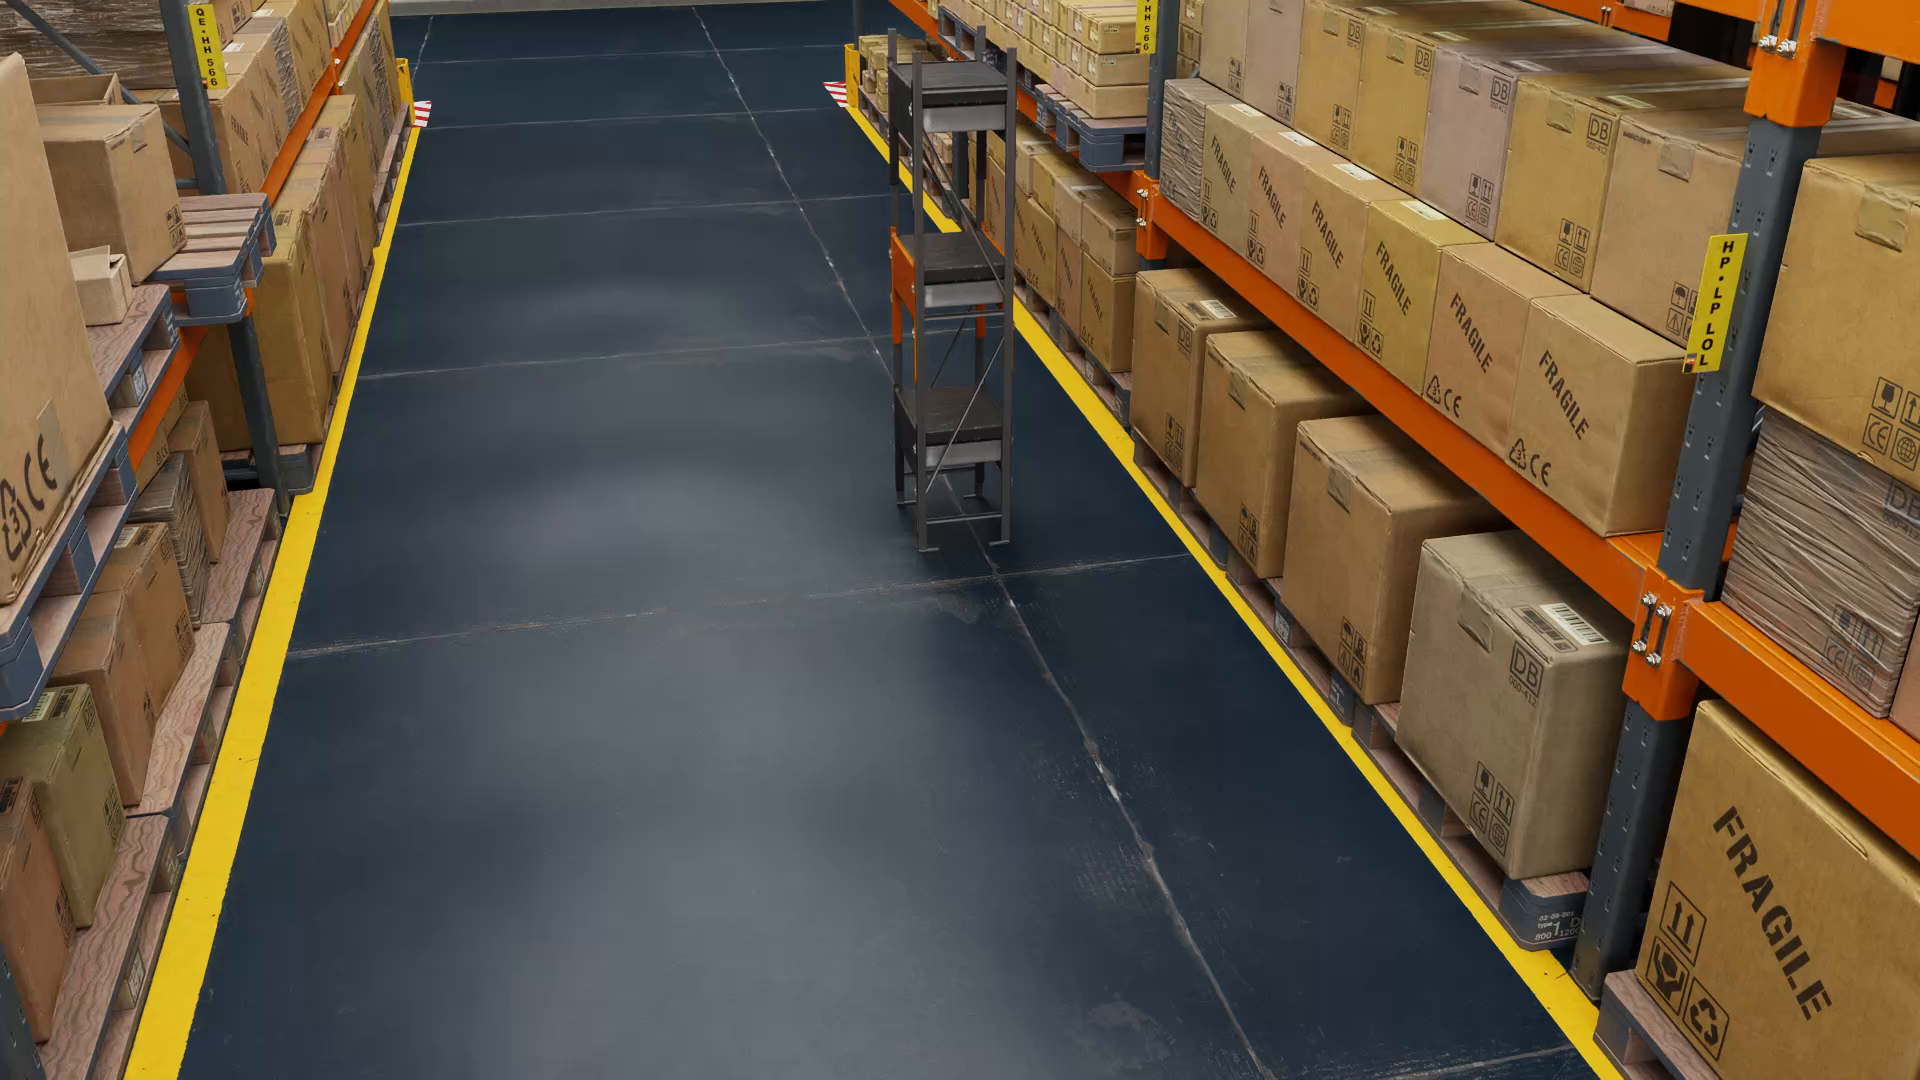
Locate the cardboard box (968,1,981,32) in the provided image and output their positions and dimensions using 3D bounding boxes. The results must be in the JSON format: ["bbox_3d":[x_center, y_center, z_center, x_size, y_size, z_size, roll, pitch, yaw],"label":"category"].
[{"bbox_3d":[0.261,-3.140,9.955,0.380,0.149,0.250,-6,27,-11],"label":"cardboard box"}]

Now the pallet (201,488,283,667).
[{"bbox_3d":[-3.334,0.178,6.664,1.003,0.211,1.213,-6,27,-12],"label":"pallet"}]

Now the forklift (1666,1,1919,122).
[{"bbox_3d":[3.647,-1.473,6.916,1.130,2.935,3.031,-7,28,-14],"label":"forklift"}]

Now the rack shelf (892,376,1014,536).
[{"bbox_3d":[-0.037,-0.373,7.242,0.431,0.518,0.480,-6,27,-12],"label":"rack shelf"}]

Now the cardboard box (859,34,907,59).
[{"bbox_3d":[-0.670,-4.298,14.473,0.380,0.149,0.250,-7,28,-14],"label":"cardboard box"}]

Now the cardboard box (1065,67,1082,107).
[{"bbox_3d":[0.733,-2.224,8.140,0.380,0.149,0.250,-6,27,-12],"label":"cardboard box"}]

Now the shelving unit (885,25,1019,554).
[{"bbox_3d":[-0.037,-1.010,6.921,0.431,2.100,0.503,-6,27,-12],"label":"shelving unit"}]

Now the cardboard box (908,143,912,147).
[{"bbox_3d":[-0.209,-3.132,12.825,0.380,0.149,0.250,-6,27,-12],"label":"cardboard box"}]

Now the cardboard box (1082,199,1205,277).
[{"bbox_3d":[0.936,-1.550,8.467,0.500,0.250,0.500,-7,28,-13],"label":"cardboard box"}]

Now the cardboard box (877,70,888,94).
[{"bbox_3d":[-0.489,-3.825,13.867,0.380,0.149,0.250,-5,27,-10],"label":"cardboard box"}]

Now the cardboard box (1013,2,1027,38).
[{"bbox_3d":[0.498,-2.815,8.980,0.380,0.149,0.250,-5,27,-10],"label":"cardboard box"}]

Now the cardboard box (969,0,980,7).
[{"bbox_3d":[0.263,-3.273,9.889,0.380,0.149,0.250,-7,28,-14],"label":"cardboard box"}]

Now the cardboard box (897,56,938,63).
[{"bbox_3d":[-0.369,-3.842,13.571,0.380,0.149,0.250,-5,27,-10],"label":"cardboard box"}]

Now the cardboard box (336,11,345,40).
[{"bbox_3d":[-4.212,-3.333,10.804,0.380,0.149,0.250,-7,28,-13],"label":"cardboard box"}]

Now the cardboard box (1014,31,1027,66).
[{"bbox_3d":[0.503,-2.679,9.041,0.380,0.149,0.250,-5,27,-10],"label":"cardboard box"}]

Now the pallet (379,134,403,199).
[{"bbox_3d":[-4.784,-2.800,12.563,1.003,0.211,1.213,-6,27,-12],"label":"pallet"}]

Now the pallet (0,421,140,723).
[{"bbox_3d":[-2.638,0.081,3.974,1.003,0.211,1.213,-6,27,-12],"label":"pallet"}]

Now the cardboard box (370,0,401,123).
[{"bbox_3d":[-5.090,-3.889,13.517,0.875,0.875,0.875,-6,27,-12],"label":"cardboard box"}]

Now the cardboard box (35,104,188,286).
[{"bbox_3d":[-3.125,-1.175,5.671,0.700,0.500,0.500,-2,27,-4],"label":"cardboard box"}]

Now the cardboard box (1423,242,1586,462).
[{"bbox_3d":[1.756,-0.582,4.963,0.500,0.500,0.500,-6,27,-12],"label":"cardboard box"}]

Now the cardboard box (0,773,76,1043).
[{"bbox_3d":[-2.725,0.993,4.239,0.700,0.500,0.500,-8,28,-16],"label":"cardboard box"}]

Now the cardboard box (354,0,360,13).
[{"bbox_3d":[-4.446,-3.787,11.703,0.380,0.149,0.250,-6,27,-11],"label":"cardboard box"}]

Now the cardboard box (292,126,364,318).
[{"bbox_3d":[-4.045,-1.734,9.249,1.225,0.875,0.875,-7,28,-13],"label":"cardboard box"}]

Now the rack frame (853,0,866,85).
[{"bbox_3d":[-0.457,-5.382,14.584,1.000,3.000,0.127,-6,27,-12],"label":"rack frame"}]

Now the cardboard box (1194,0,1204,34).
[{"bbox_3d":[1.367,-2.551,8.128,0.380,0.149,0.250,-7,28,-13],"label":"cardboard box"}]

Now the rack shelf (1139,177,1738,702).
[{"bbox_3d":[1.797,-0.671,6.048,1.077,0.370,4.000,-6,27,-12],"label":"rack shelf"}]

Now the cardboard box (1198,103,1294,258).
[{"bbox_3d":[1.301,-1.467,6.716,0.500,0.500,0.500,-6,27,-12],"label":"cardboard box"}]

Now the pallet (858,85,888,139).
[{"bbox_3d":[-0.291,-3.743,14.432,1.003,0.211,1.213,-6,27,-12],"label":"pallet"}]

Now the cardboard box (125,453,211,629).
[{"bbox_3d":[-3.201,0.043,6.121,0.700,0.500,0.500,-8,28,-16],"label":"cardboard box"}]

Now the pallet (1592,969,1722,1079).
[{"bbox_3d":[2.343,1.473,4.098,1.003,0.211,1.213,-6,27,-12],"label":"pallet"}]

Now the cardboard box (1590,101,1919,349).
[{"bbox_3d":[2.130,-0.822,4.329,0.700,0.500,0.500,-6,27,-12],"label":"cardboard box"}]

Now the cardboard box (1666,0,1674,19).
[{"bbox_3d":[5.205,-3.659,11.337,0.500,0.250,0.500,-7,28,-13],"label":"cardboard box"}]

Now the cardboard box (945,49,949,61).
[{"bbox_3d":[0.089,-4.018,13.920,0.380,0.149,0.250,-7,28,-14],"label":"cardboard box"}]

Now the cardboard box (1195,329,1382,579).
[{"bbox_3d":[1.596,-0.393,6.730,1.050,0.750,0.750,-6,27,-11],"label":"cardboard box"}]

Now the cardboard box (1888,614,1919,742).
[{"bbox_3d":[2.488,0.219,3.320,0.875,0.550,0.550,-6,27,-12],"label":"cardboard box"}]

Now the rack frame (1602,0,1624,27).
[{"bbox_3d":[5.244,-4.173,12.188,1.000,3.000,0.127,-6,27,-12],"label":"rack frame"}]

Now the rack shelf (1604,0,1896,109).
[{"bbox_3d":[5.695,-2.974,10.611,1.077,0.370,4.000,-6,27,-12],"label":"rack shelf"}]

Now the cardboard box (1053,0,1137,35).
[{"bbox_3d":[0.675,-2.605,8.234,0.380,0.149,0.250,-5,27,-10],"label":"cardboard box"}]

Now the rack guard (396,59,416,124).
[{"bbox_3d":[-5.317,-3.817,14.258,1.175,0.500,0.348,-6,27,-12],"label":"rack guard"}]

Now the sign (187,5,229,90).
[{"bbox_3d":[-2.983,-1.951,6.590,0.100,0.325,0.005,-6,27,-12],"label":"sign"}]

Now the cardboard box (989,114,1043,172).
[{"bbox_3d":[0.476,-2.447,10.246,0.500,0.250,0.500,-5,27,-10],"label":"cardboard box"}]

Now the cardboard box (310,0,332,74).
[{"bbox_3d":[-4.039,-3.034,9.820,0.500,0.500,0.500,-6,27,-11],"label":"cardboard box"}]

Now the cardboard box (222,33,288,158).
[{"bbox_3d":[-3.591,-2.147,8.063,0.500,0.500,0.500,-6,27,-13],"label":"cardboard box"}]

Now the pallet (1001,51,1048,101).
[{"bbox_3d":[0.860,-2.649,9.382,1.003,0.211,1.213,-6,27,-12],"label":"pallet"}]

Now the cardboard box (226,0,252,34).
[{"bbox_3d":[-3.960,-2.806,8.255,0.797,0.503,0.637,-5,27,-10],"label":"cardboard box"}]

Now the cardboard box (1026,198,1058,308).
[{"bbox_3d":[0.695,-1.662,9.523,0.500,0.500,0.500,-7,28,-14],"label":"cardboard box"}]

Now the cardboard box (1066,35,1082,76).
[{"bbox_3d":[0.729,-2.366,8.090,0.380,0.149,0.250,-5,27,-10],"label":"cardboard box"}]

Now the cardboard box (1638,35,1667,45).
[{"bbox_3d":[5.462,-3.148,12.049,0.875,0.875,0.875,-5,27,-10],"label":"cardboard box"}]

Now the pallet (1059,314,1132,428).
[{"bbox_3d":[1.171,-0.968,8.934,1.003,0.211,1.213,-6,27,-12],"label":"pallet"}]

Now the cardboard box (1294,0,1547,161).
[{"bbox_3d":[1.671,-1.716,6.100,0.700,0.500,0.500,-6,27,-12],"label":"cardboard box"}]
